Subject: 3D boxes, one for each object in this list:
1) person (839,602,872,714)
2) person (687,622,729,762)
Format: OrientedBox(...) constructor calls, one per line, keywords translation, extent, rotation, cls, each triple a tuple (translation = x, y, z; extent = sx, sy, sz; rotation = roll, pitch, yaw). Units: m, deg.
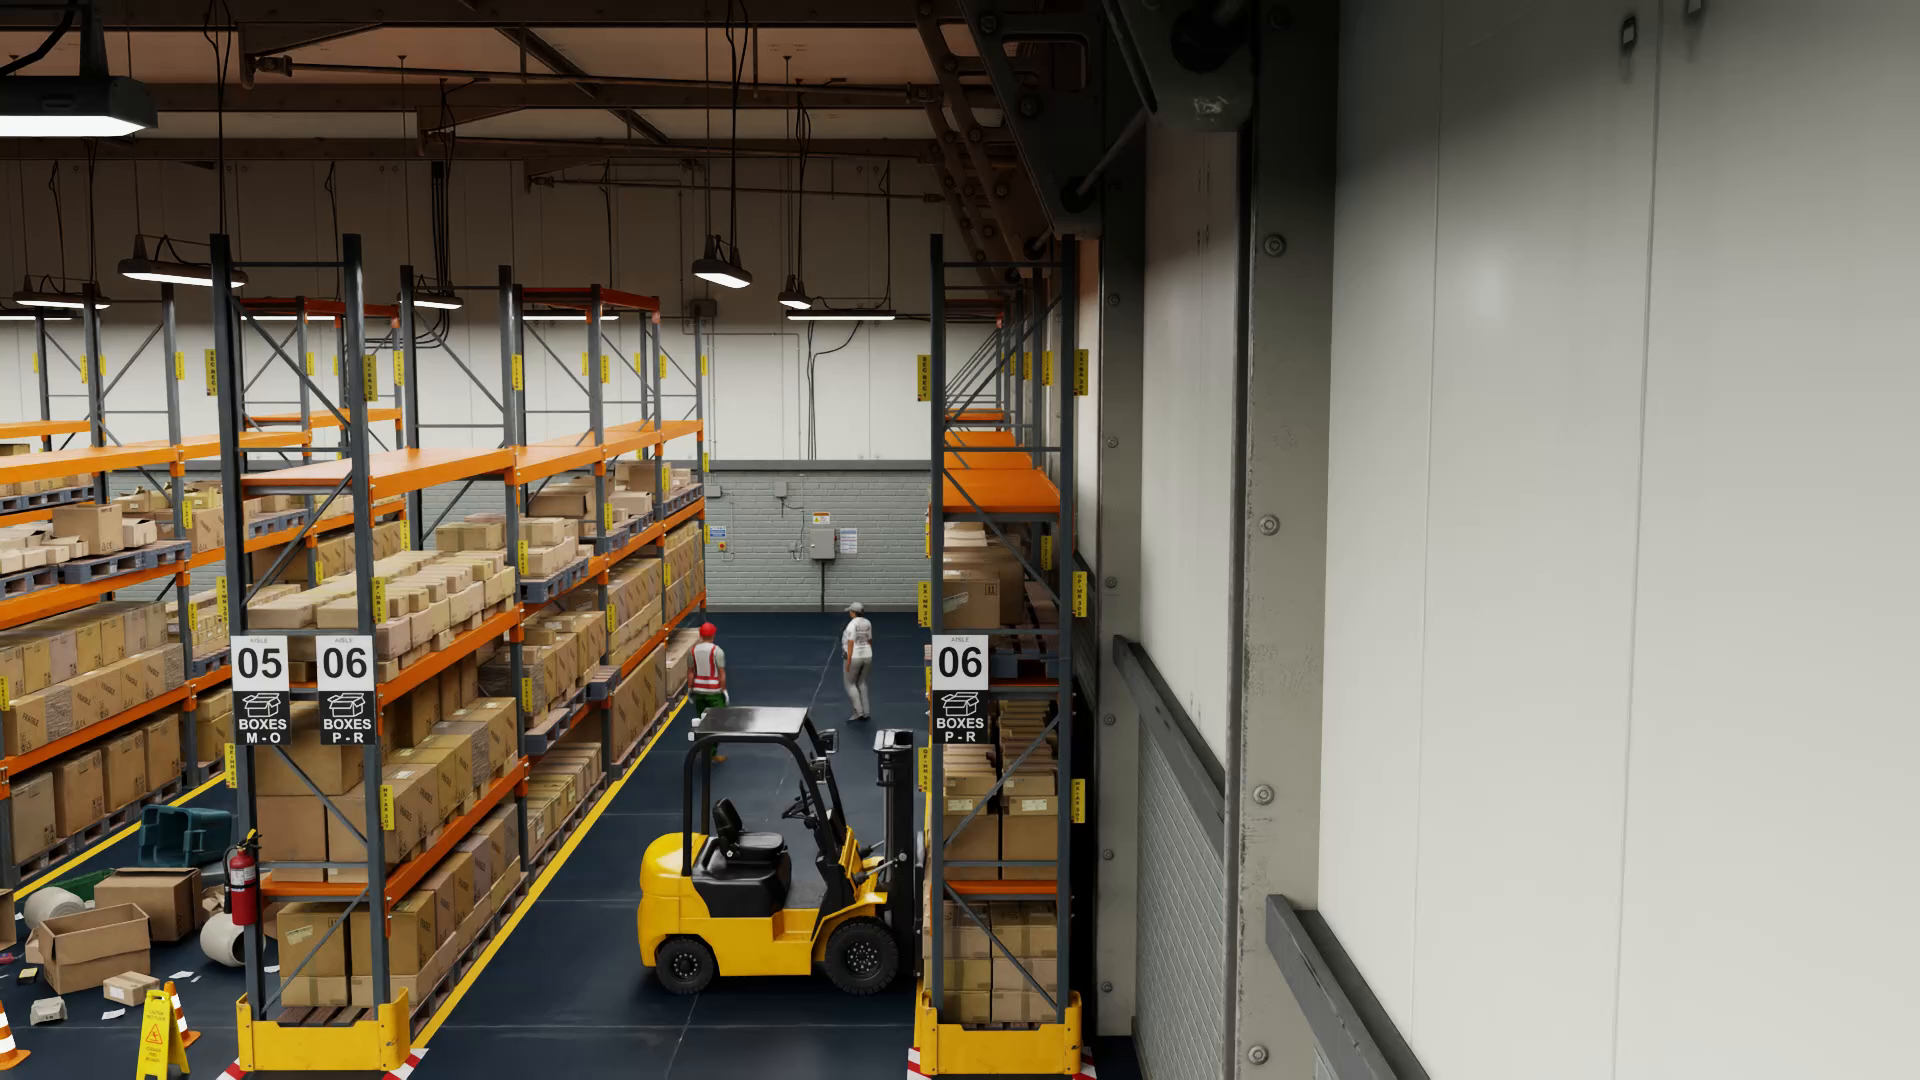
OrientedBox(translation=(-1.469, 1.678, 23.771), extent=(0.391, 1.586, 0.520), rotation=(6, 8, 42), cls="person")
OrientedBox(translation=(-3.221, 1.945, 21.212), extent=(0.592, 1.788, 0.520), rotation=(3, 7, 23), cls="person")
